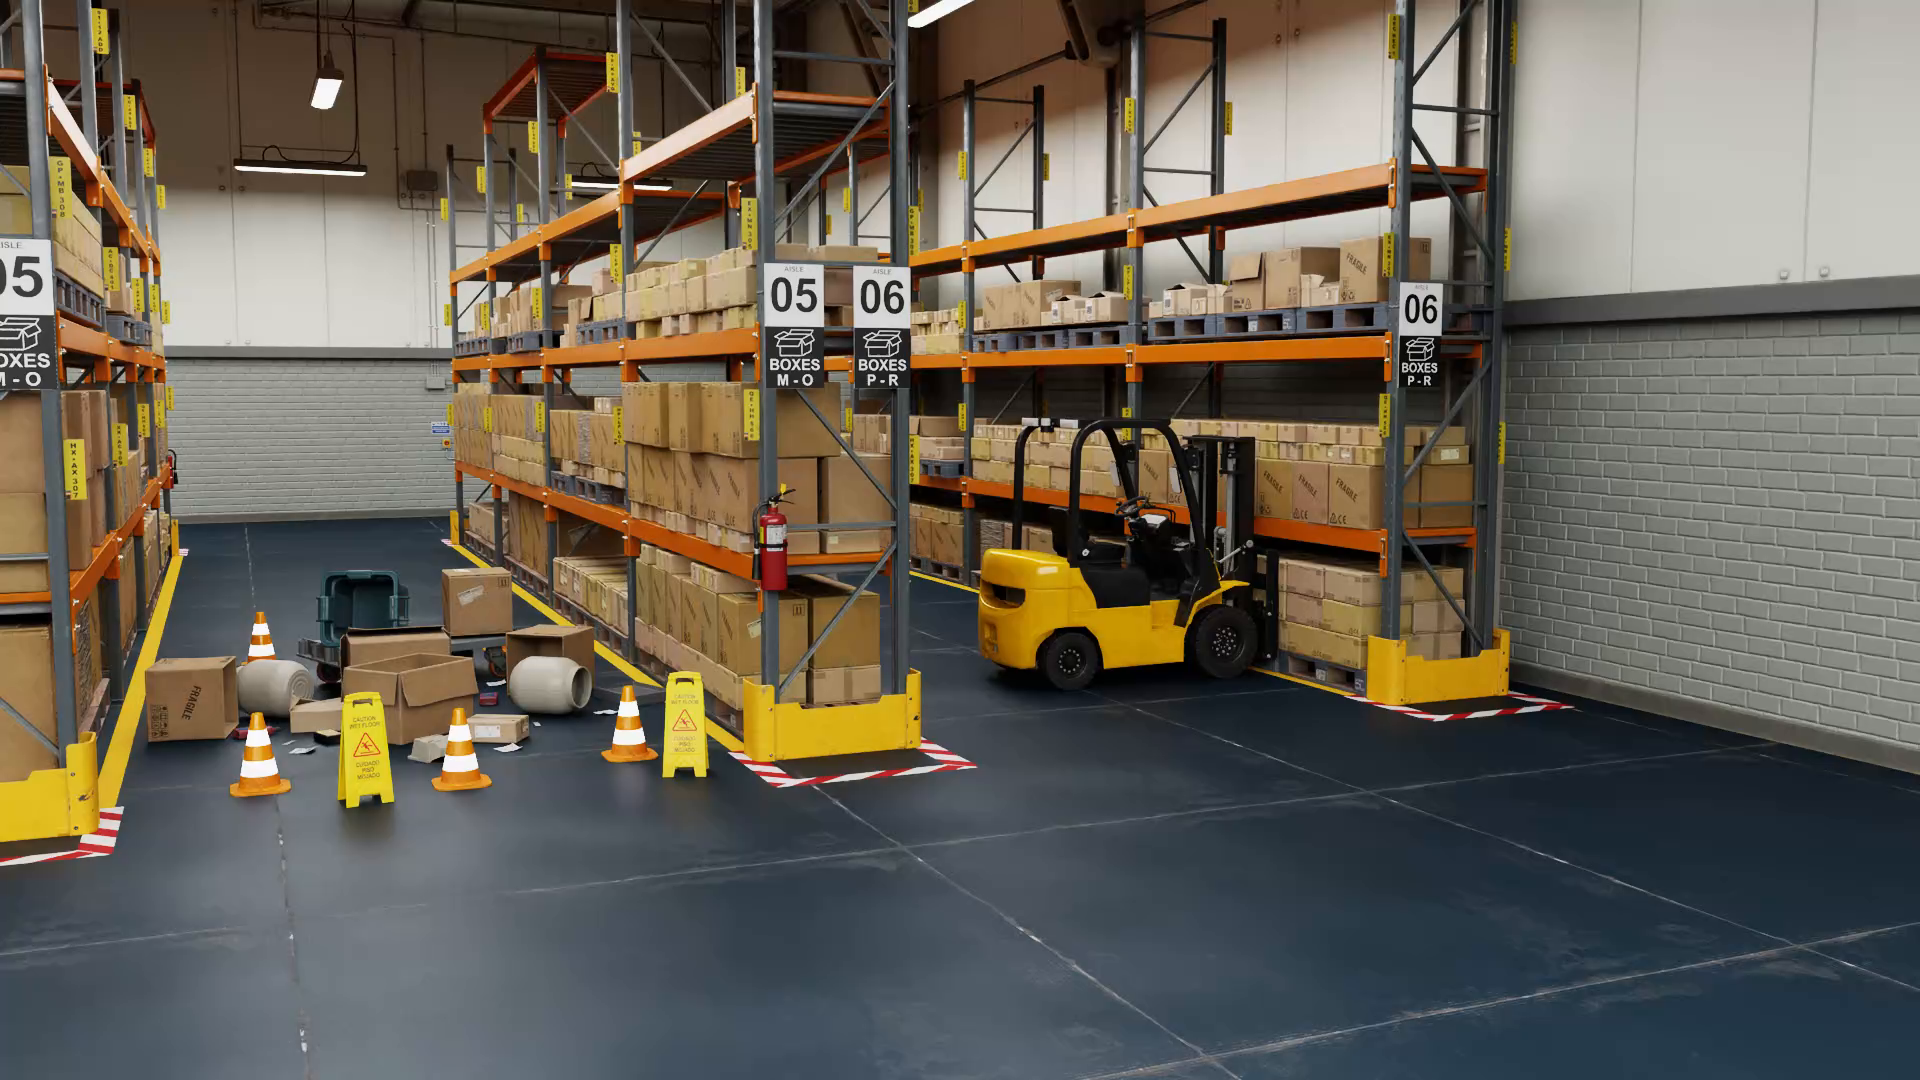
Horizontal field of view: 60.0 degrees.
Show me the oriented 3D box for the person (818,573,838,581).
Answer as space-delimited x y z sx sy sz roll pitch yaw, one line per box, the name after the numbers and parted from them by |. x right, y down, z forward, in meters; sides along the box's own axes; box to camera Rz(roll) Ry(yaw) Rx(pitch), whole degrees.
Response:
-1.484 -0.059 17.255 0.571 1.770 0.516 -2 6 -19 | person
